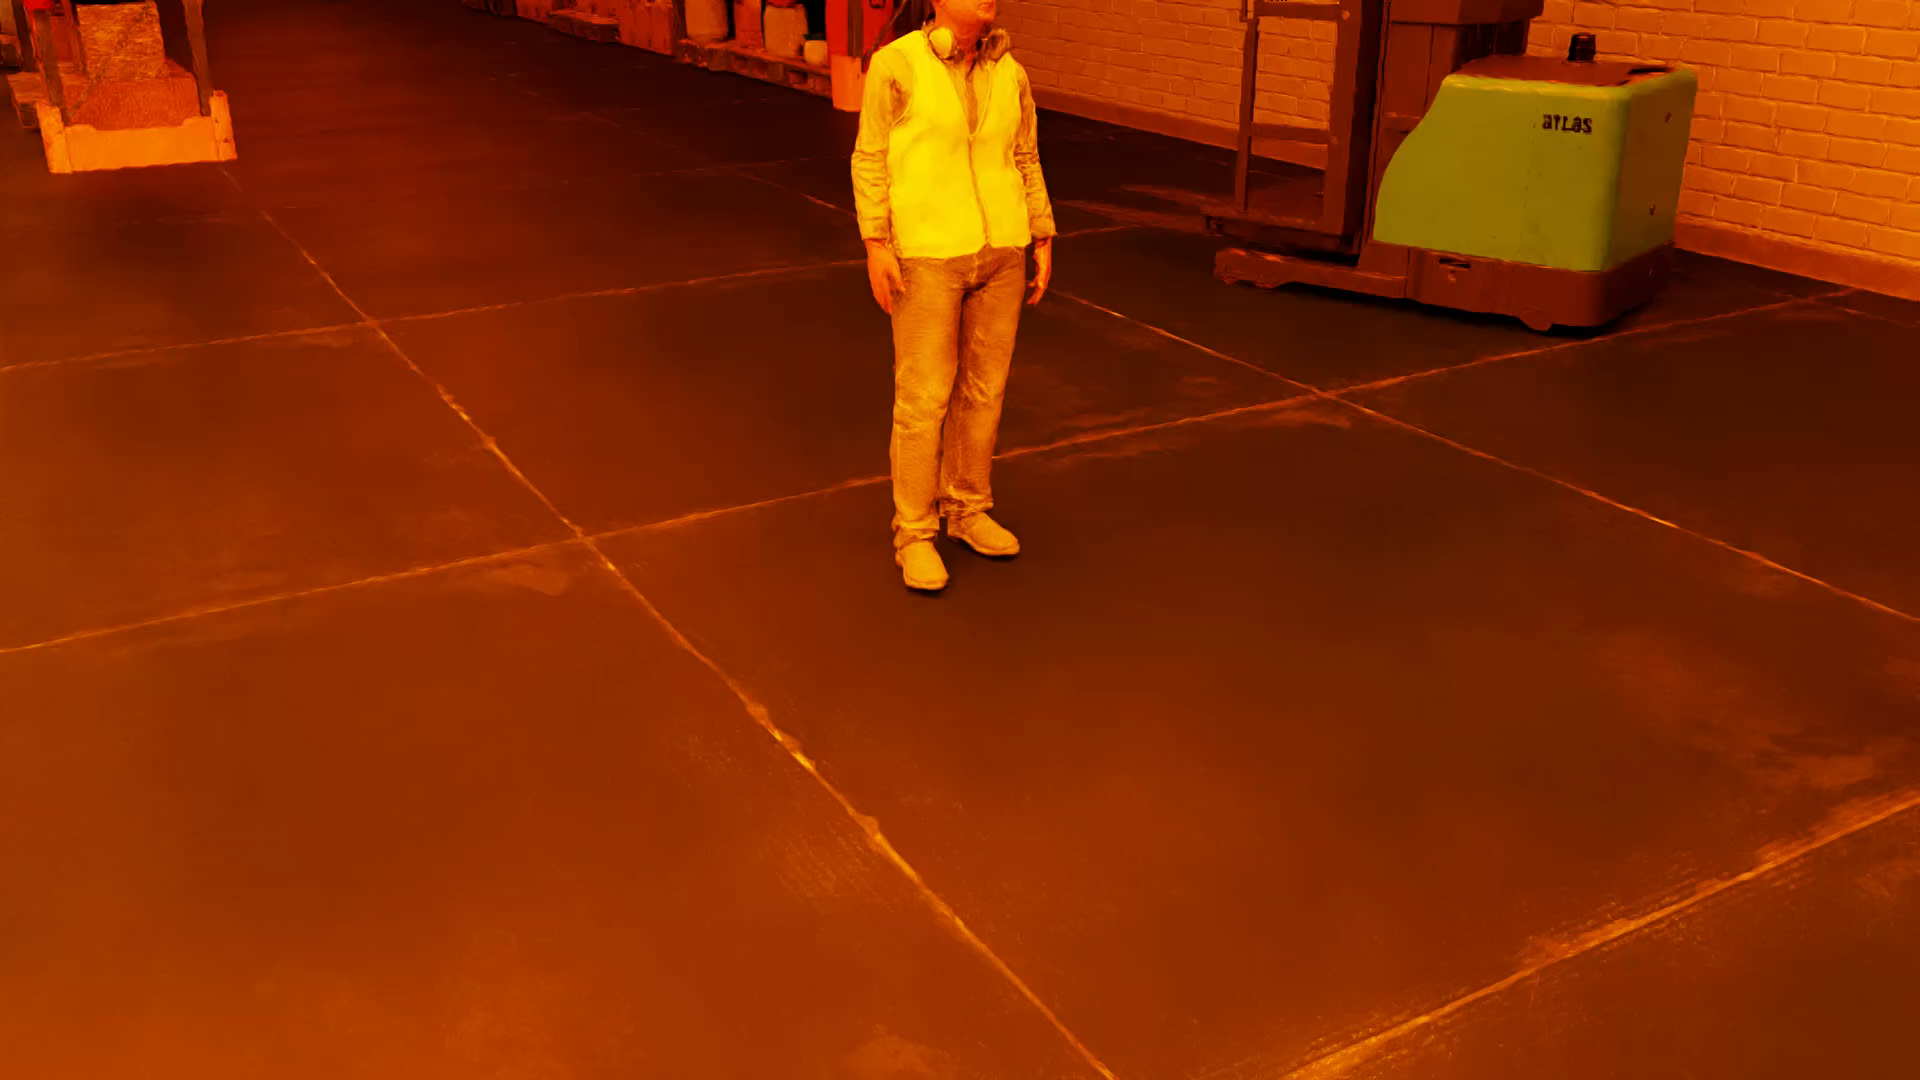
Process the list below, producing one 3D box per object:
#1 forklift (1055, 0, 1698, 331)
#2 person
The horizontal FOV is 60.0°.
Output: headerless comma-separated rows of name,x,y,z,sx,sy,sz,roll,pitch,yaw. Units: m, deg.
forklift,1.889,-2.713,7.886,3.031,2.935,1.130,18,28,36
person,0.024,-0.805,4.741,0.632,1.773,0.567,-12,25,-28
